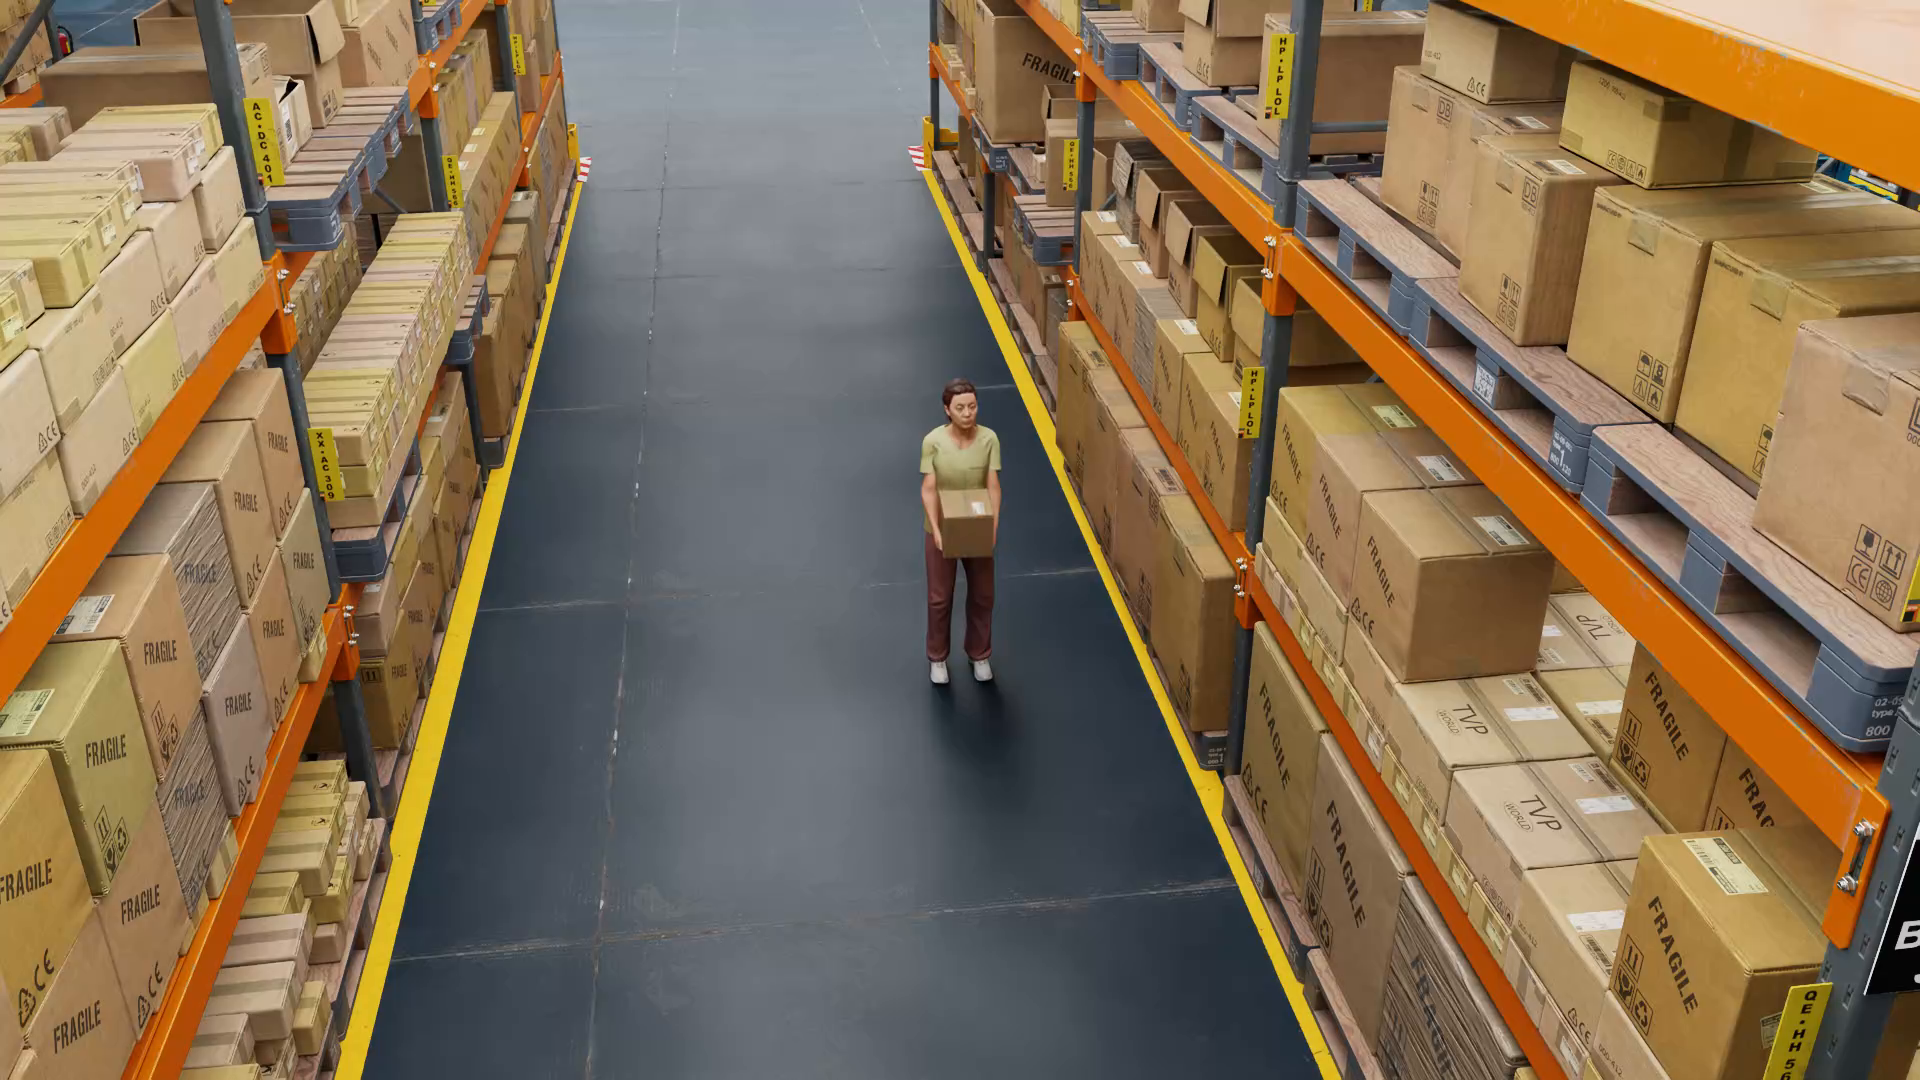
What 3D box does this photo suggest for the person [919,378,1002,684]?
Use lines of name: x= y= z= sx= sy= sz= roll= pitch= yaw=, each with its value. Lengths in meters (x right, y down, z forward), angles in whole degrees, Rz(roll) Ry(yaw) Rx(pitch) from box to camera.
person: x=0.009 y=-0.010 z=8.654 sx=0.425 sy=1.664 sz=0.551 roll=-3 pitch=27 yaw=-6
